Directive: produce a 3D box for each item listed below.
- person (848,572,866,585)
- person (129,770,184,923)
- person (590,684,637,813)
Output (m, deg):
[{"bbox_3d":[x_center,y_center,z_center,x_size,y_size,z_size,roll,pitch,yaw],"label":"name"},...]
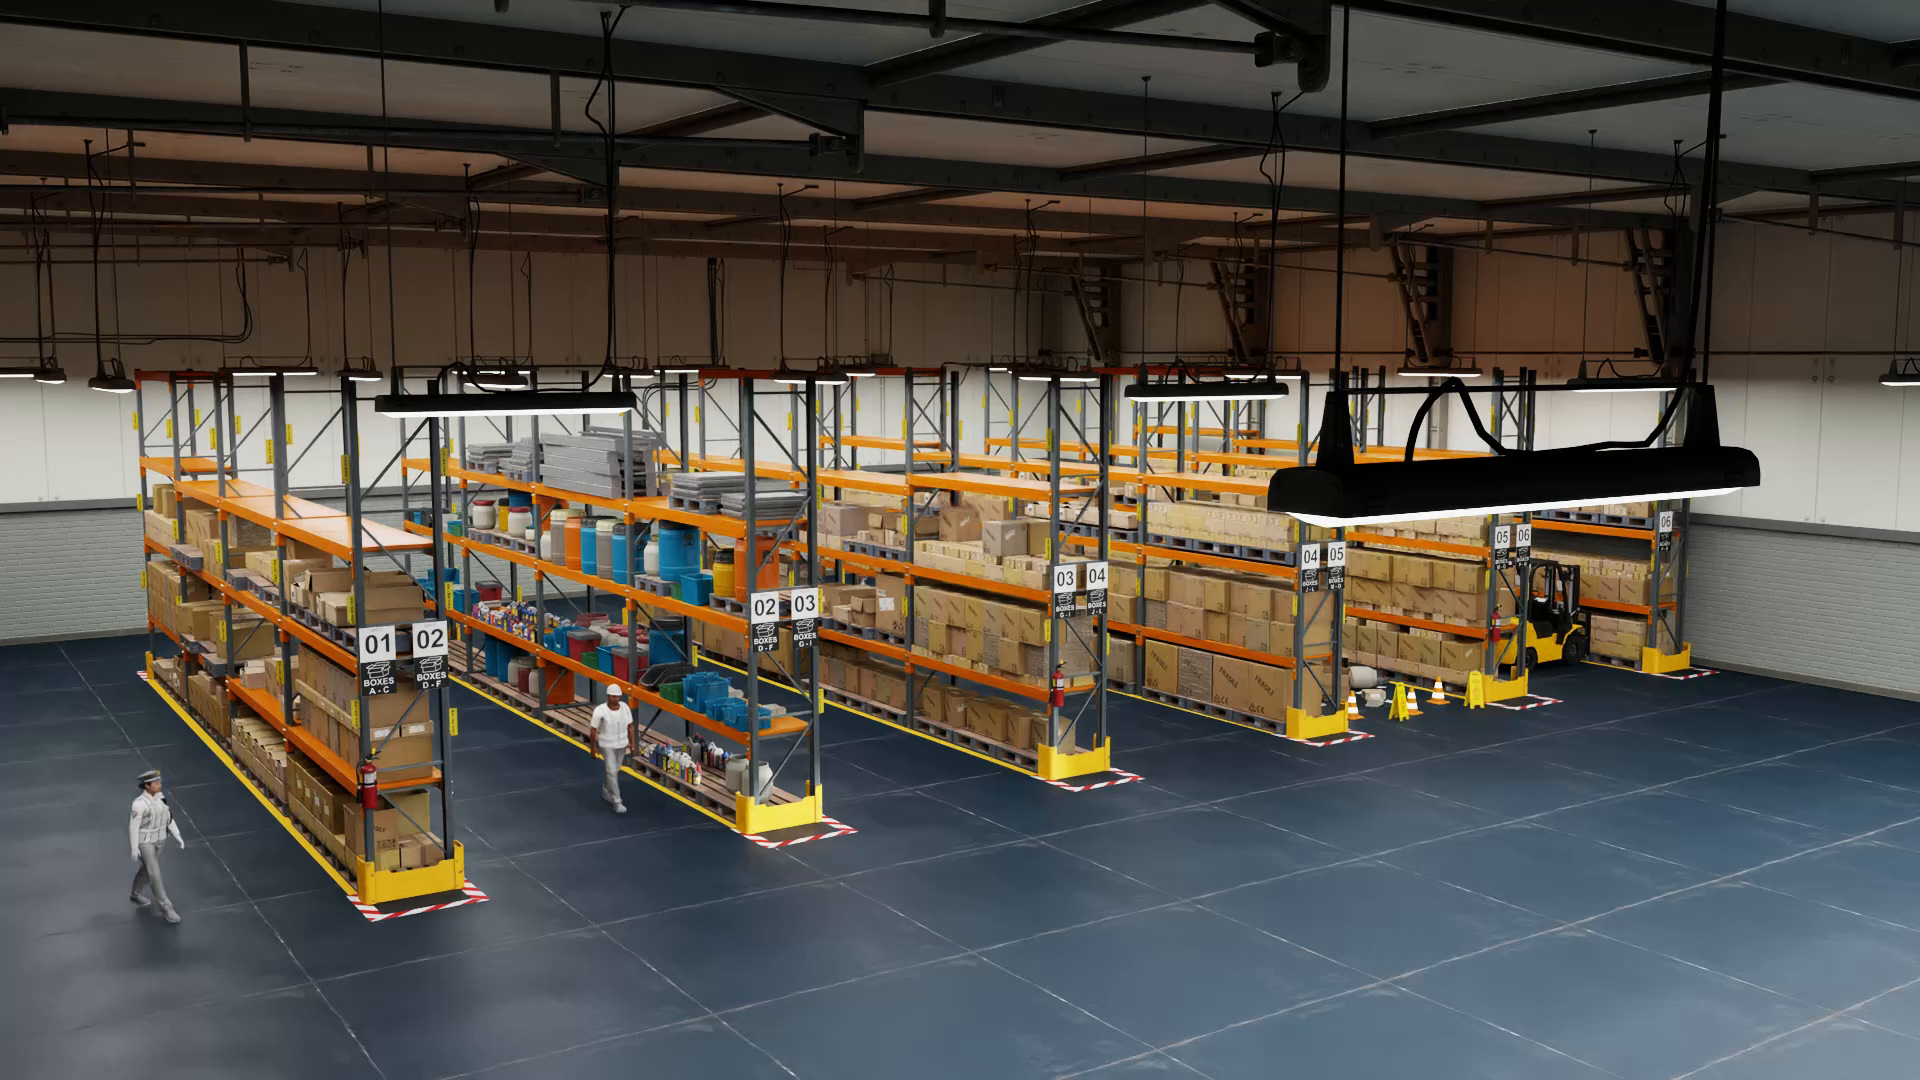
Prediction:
[{"bbox_3d":[-2.737,0.510,44.174,0.434,1.656,0.650,6,9,45],"label":"person"},{"bbox_3d":[-9.079,3.395,18.727,0.976,1.648,0.560,3,7,24],"label":"person"},{"bbox_3d":[-4.764,2.850,23.076,0.584,1.712,0.990,-6,9,-44],"label":"person"}]
